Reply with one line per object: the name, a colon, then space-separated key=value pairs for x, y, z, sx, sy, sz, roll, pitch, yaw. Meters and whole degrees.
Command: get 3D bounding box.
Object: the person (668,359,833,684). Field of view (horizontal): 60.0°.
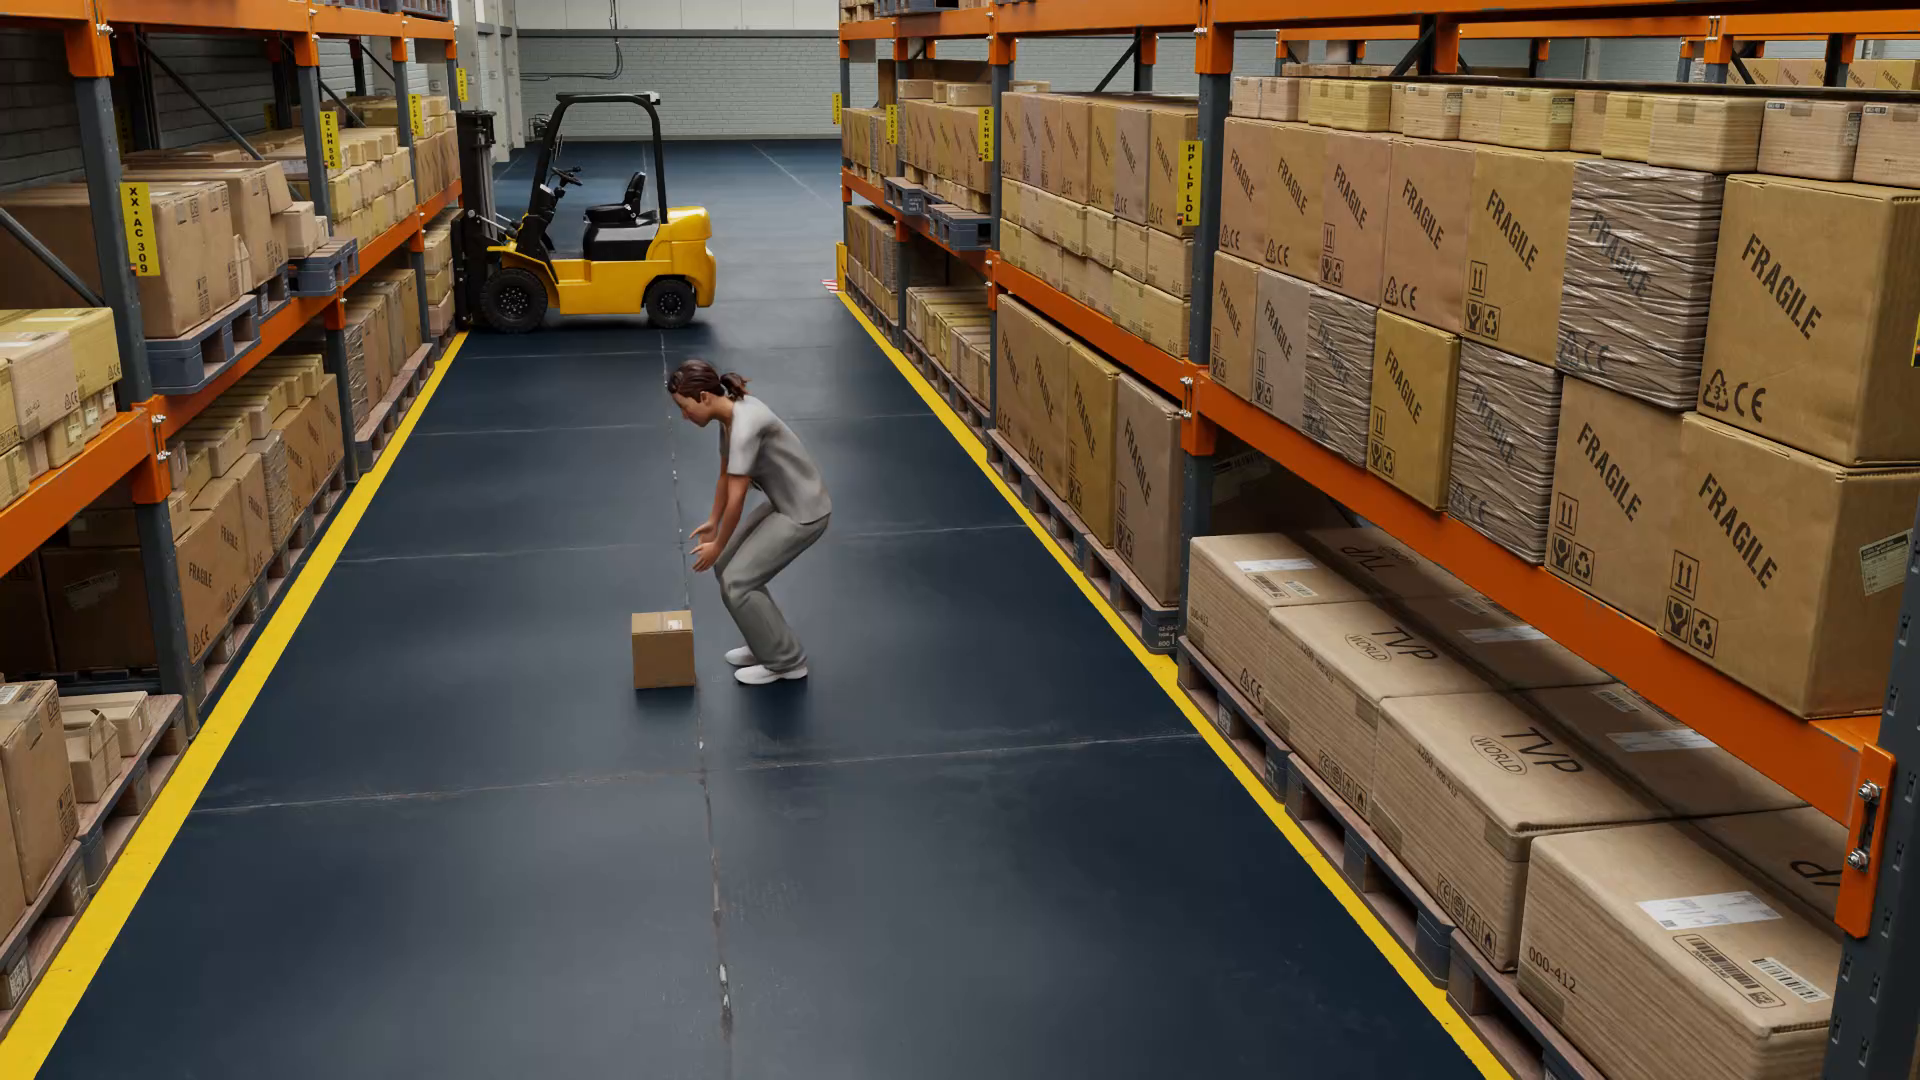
person: x=-0.851 y=-0.081 z=6.879 sx=0.652 sy=1.362 sz=0.491 roll=-3 pitch=17 yaw=-10
